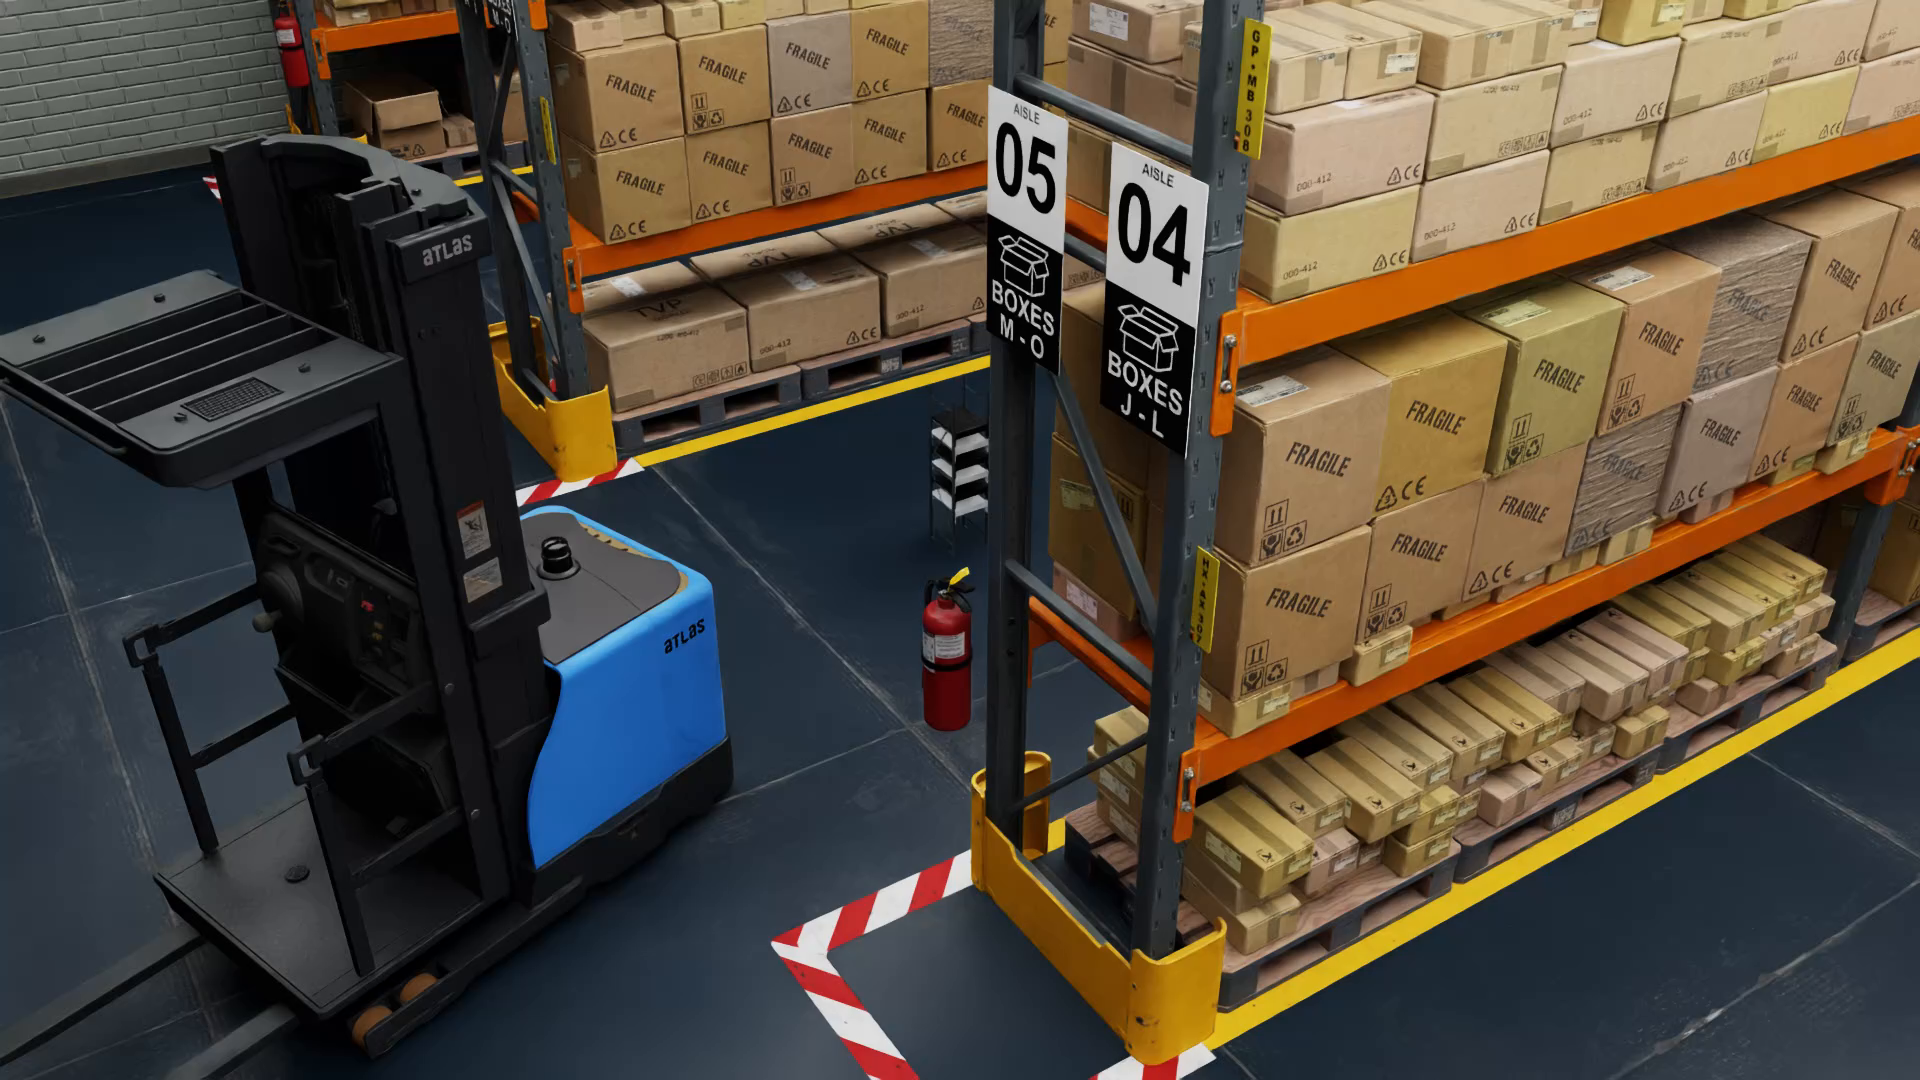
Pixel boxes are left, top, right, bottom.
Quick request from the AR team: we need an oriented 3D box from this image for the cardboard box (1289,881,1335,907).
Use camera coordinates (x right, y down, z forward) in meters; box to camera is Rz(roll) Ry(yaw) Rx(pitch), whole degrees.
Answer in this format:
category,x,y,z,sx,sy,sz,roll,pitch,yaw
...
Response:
category,x,y,z,sx,sy,sz,roll,pitch,yaw
cardboard box,1.205,1.206,6.305,0.250,0.149,0.380,-19,37,-27

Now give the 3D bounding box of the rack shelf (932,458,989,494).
category,x,y,z,sx,sy,sz,roll,pitch,yaw
rack shelf,-0.007,-0.350,8.524,0.200,0.077,0.258,-19,37,-27

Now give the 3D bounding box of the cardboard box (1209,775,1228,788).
category,x,y,z,sx,sy,sz,roll,pitch,yaw
cardboard box,0.966,0.761,6.453,0.250,0.149,0.380,-18,37,-26

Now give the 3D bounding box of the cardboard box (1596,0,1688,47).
category,x,y,z,sx,sy,sz,roll,pitch,yaw
cardboard box,1.940,-1.615,4.986,0.250,0.149,0.380,-18,36,-26

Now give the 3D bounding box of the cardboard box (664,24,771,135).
category,x,y,z,sx,sy,sz,roll,pitch,yaw
cardboard box,-1.363,-2.521,8.904,0.500,0.500,0.500,-20,37,-29

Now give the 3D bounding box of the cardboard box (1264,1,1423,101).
category,x,y,z,sx,sy,sz,roll,pitch,yaw
cardboard box,1.035,-1.344,4.556,0.250,0.149,0.380,-17,36,-25

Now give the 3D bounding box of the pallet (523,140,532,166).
category,x,y,z,sx,sy,sz,roll,pitch,yaw
pallet,-3.286,-3.541,14.166,1.213,0.211,1.003,-19,37,-27

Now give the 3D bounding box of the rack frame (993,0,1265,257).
category,x,y,z,sx,sy,sz,roll,pitch,yaw
rack frame,0.416,-2.239,3.865,0.127,3.000,1.000,-19,37,-27

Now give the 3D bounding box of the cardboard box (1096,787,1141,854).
category,x,y,z,sx,sy,sz,roll,pitch,yaw
cardboard box,0.745,1.081,6.504,0.250,0.149,0.380,-18,37,-26

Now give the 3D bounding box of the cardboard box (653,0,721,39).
category,x,y,z,sx,sy,sz,roll,pitch,yaw
cardboard box,-1.440,-2.742,8.646,0.250,0.149,0.380,-18,36,-26

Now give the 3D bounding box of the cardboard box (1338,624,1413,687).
category,x,y,z,sx,sy,sz,roll,pitch,yaw
cardboard box,1.312,0.312,5.680,0.250,0.149,0.380,-20,37,-29

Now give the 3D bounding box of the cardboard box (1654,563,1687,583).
category,x,y,z,sx,sy,sz,roll,pitch,yaw
cardboard box,3.136,0.119,7.750,0.250,0.149,0.380,-19,37,-27

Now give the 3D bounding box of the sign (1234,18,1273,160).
category,x,y,z,sx,sy,sz,roll,pitch,yaw
sign,0.710,-1.097,4.047,0.005,0.325,0.100,-19,37,-27

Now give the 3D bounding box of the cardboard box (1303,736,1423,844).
category,x,y,z,sx,sy,sz,roll,pitch,yaw
cardboard box,1.488,0.927,6.191,0.250,0.149,0.380,-19,37,-27

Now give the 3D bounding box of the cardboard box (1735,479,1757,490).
category,x,y,z,sx,sy,sz,roll,pitch,yaw
cardboard box,2.996,-0.347,6.724,0.250,0.149,0.380,-20,37,-29

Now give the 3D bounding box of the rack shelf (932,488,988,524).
category,x,y,z,sx,sy,sz,roll,pitch,yaw
rack shelf,-0.007,-0.198,8.620,0.200,0.077,0.258,-19,37,-27

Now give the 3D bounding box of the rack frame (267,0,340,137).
category,x,y,z,sx,sy,sz,roll,pitch,yaw
rack frame,-5.043,-4.117,12.465,0.127,3.000,1.000,-19,37,-27

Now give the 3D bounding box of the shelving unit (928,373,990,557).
category,x,y,z,sx,sy,sz,roll,pitch,yaw
shelving unit,-0.007,-0.378,8.506,0.210,0.900,0.258,-19,37,-27

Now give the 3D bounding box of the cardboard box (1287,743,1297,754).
category,x,y,z,sx,sy,sz,roll,pitch,yaw
cardboard box,1.141,0.769,6.719,0.250,0.149,0.380,-21,38,-29

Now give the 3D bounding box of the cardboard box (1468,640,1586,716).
category,x,y,z,sx,sy,sz,roll,pitch,yaw
cardboard box,2.295,0.571,6.755,0.250,0.149,0.380,-19,37,-27

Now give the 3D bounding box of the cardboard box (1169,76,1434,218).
category,x,y,z,sx,sy,sz,roll,pitch,yaw
cardboard box,0.934,-1.132,4.593,0.500,0.250,0.500,-18,37,-27

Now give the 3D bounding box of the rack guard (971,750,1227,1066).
category,x,y,z,sx,sy,sz,roll,pitch,yaw
rack guard,0.480,1.333,6.168,0.348,0.500,1.175,-19,37,-27

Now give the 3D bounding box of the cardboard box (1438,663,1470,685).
category,x,y,z,sx,sy,sz,roll,pitch,yaw
cardboard box,2.011,0.456,7.216,0.250,0.149,0.380,-19,37,-27

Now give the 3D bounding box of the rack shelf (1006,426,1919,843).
category,x,y,z,sx,sy,sz,roll,pitch,yaw
rack shelf,2.097,0.024,6.574,4.000,0.370,1.077,-19,37,-27

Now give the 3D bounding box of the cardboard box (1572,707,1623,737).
category,x,y,z,sx,sy,sz,roll,pitch,yaw
cardboard box,2.545,0.626,6.945,0.250,0.149,0.380,-21,38,-29

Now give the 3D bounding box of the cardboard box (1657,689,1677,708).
category,x,y,z,sx,sy,sz,roll,pitch,yaw
cardboard box,2.895,0.601,7.265,0.250,0.149,0.380,-20,37,-28

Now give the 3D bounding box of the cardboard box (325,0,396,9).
category,x,y,z,sx,sy,sz,roll,pitch,yaw
cardboard box,-4.516,-4.190,12.442,0.500,0.250,0.500,-19,37,-27

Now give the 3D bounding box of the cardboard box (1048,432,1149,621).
category,x,y,z,sx,sy,sz,roll,pitch,yaw
cardboard box,0.654,-0.115,5.749,0.500,0.500,0.500,-18,37,-26

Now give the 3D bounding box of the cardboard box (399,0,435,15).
category,x,y,z,sx,sy,sz,roll,pitch,yaw
cardboard box,-4.228,-4.169,12.783,0.250,0.149,0.380,-19,37,-28

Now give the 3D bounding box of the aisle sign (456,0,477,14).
category,x,y,z,sx,sy,sz,roll,pitch,yaw
aisle sign,-2.579,-3.110,8.432,0.004,0.787,0.394,-19,37,-27

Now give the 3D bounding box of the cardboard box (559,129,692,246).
category,x,y,z,sx,sy,sz,roll,pitch,yaw
cardboard box,-1.792,-1.945,8.928,0.500,0.500,0.500,-19,37,-28

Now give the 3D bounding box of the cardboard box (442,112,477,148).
category,x,y,z,sx,sy,sz,roll,pitch,yaw
cardboard box,-4.100,-3.329,13.494,0.250,0.149,0.380,-21,38,-29

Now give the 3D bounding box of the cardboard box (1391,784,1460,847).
category,x,y,z,sx,sy,sz,roll,pitch,yaw
cardboard box,1.688,0.974,6.394,0.250,0.149,0.380,-18,36,-26

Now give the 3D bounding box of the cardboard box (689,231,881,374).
category,x,y,z,sx,sy,sz,roll,pitch,yaw
cardboard box,-1.086,-1.490,10.309,0.875,0.438,0.875,-18,36,-26

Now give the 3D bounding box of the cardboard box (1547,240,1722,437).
category,x,y,z,sx,sy,sz,roll,pitch,yaw
cardboard box,2.233,-0.742,5.804,0.500,0.500,0.500,-20,37,-29

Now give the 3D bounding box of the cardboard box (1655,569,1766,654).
category,x,y,z,sx,sy,sz,roll,pitch,yaw
cardboard box,3.221,0.305,7.176,0.250,0.149,0.380,-19,37,-28

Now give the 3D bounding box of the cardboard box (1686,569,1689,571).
category,x,y,z,sx,sy,sz,roll,pitch,yaw
cardboard box,3.298,0.131,8.009,0.250,0.149,0.380,-21,38,-29

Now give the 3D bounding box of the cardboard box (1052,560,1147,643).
category,x,y,z,sx,sy,sz,roll,pitch,yaw
cardboard box,0.537,0.183,5.883,0.250,0.149,0.380,-19,37,-27

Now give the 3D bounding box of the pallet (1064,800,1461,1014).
category,x,y,z,sx,sy,sz,roll,pitch,yaw
pallet,1.182,1.237,6.592,1.213,0.211,1.003,-19,37,-27

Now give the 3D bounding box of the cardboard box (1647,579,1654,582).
category,x,y,z,sx,sy,sz,roll,pitch,yaw
cardboard box,2.927,0.073,7.543,0.250,0.149,0.380,-20,37,-28

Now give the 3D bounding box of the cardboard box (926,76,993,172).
category,x,y,z,sx,sy,sz,roll,pitch,yaw
cardboard box,-0.084,-2.539,9.870,0.500,0.500,0.500,-20,37,-28

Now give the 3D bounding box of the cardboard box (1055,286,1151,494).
category,x,y,z,sx,sy,sz,roll,pitch,yaw
cardboard box,0.666,-0.537,5.480,0.500,0.500,0.500,-20,37,-28

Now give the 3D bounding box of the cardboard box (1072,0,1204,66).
category,x,y,z,sx,sy,sz,roll,pitch,yaw
cardboard box,0.536,-1.515,4.827,0.250,0.149,0.380,-19,37,-28

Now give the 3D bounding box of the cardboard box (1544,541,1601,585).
category,x,y,z,sx,sy,sz,roll,pitch,yaw
cardboard box,2.149,-0.016,6.199,0.250,0.149,0.380,-18,36,-26

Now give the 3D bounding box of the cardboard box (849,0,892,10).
category,x,y,z,sx,sy,sz,roll,pitch,yaw
cardboard box,-0.576,-3.040,9.119,0.250,0.149,0.380,-20,37,-28

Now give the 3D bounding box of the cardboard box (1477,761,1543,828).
category,x,y,z,sx,sy,sz,roll,pitch,yaw
cardboard box,2.104,0.957,6.700,0.250,0.149,0.380,-21,38,-30

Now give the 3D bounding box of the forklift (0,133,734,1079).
category,x,y,z,sx,sy,sz,roll,pitch,yaw
forklift,-2.266,0.274,5.569,1.130,2.935,3.031,23,39,32

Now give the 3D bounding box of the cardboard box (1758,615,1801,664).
category,x,y,z,sx,sy,sz,roll,pitch,yaw
cardboard box,3.465,0.362,7.365,0.250,0.149,0.380,-21,38,-29

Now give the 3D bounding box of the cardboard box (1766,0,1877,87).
category,x,y,z,sx,sy,sz,roll,pitch,yaw
cardboard box,2.648,-1.729,5.541,0.500,0.250,0.500,-17,36,-25

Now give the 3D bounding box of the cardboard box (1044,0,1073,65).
category,x,y,z,sx,sy,sz,roll,pitch,yaw
cardboard box,0.333,-3.111,9.839,0.500,0.500,0.500,-20,37,-28

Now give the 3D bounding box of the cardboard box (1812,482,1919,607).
category,x,y,z,sx,sy,sz,roll,pitch,yaw
cardboard box,4.543,-0.073,8.004,0.500,0.500,0.500,-17,36,-25

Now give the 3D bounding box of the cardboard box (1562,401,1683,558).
category,x,y,z,sx,sy,sz,roll,pitch,yaw
cardboard box,2.223,-0.328,6.086,0.500,0.500,0.500,-20,37,-28

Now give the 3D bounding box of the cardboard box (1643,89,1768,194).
category,x,y,z,sx,sy,sz,roll,pitch,yaw
cardboard box,2.242,-1.372,5.442,0.500,0.250,0.500,-19,37,-27
